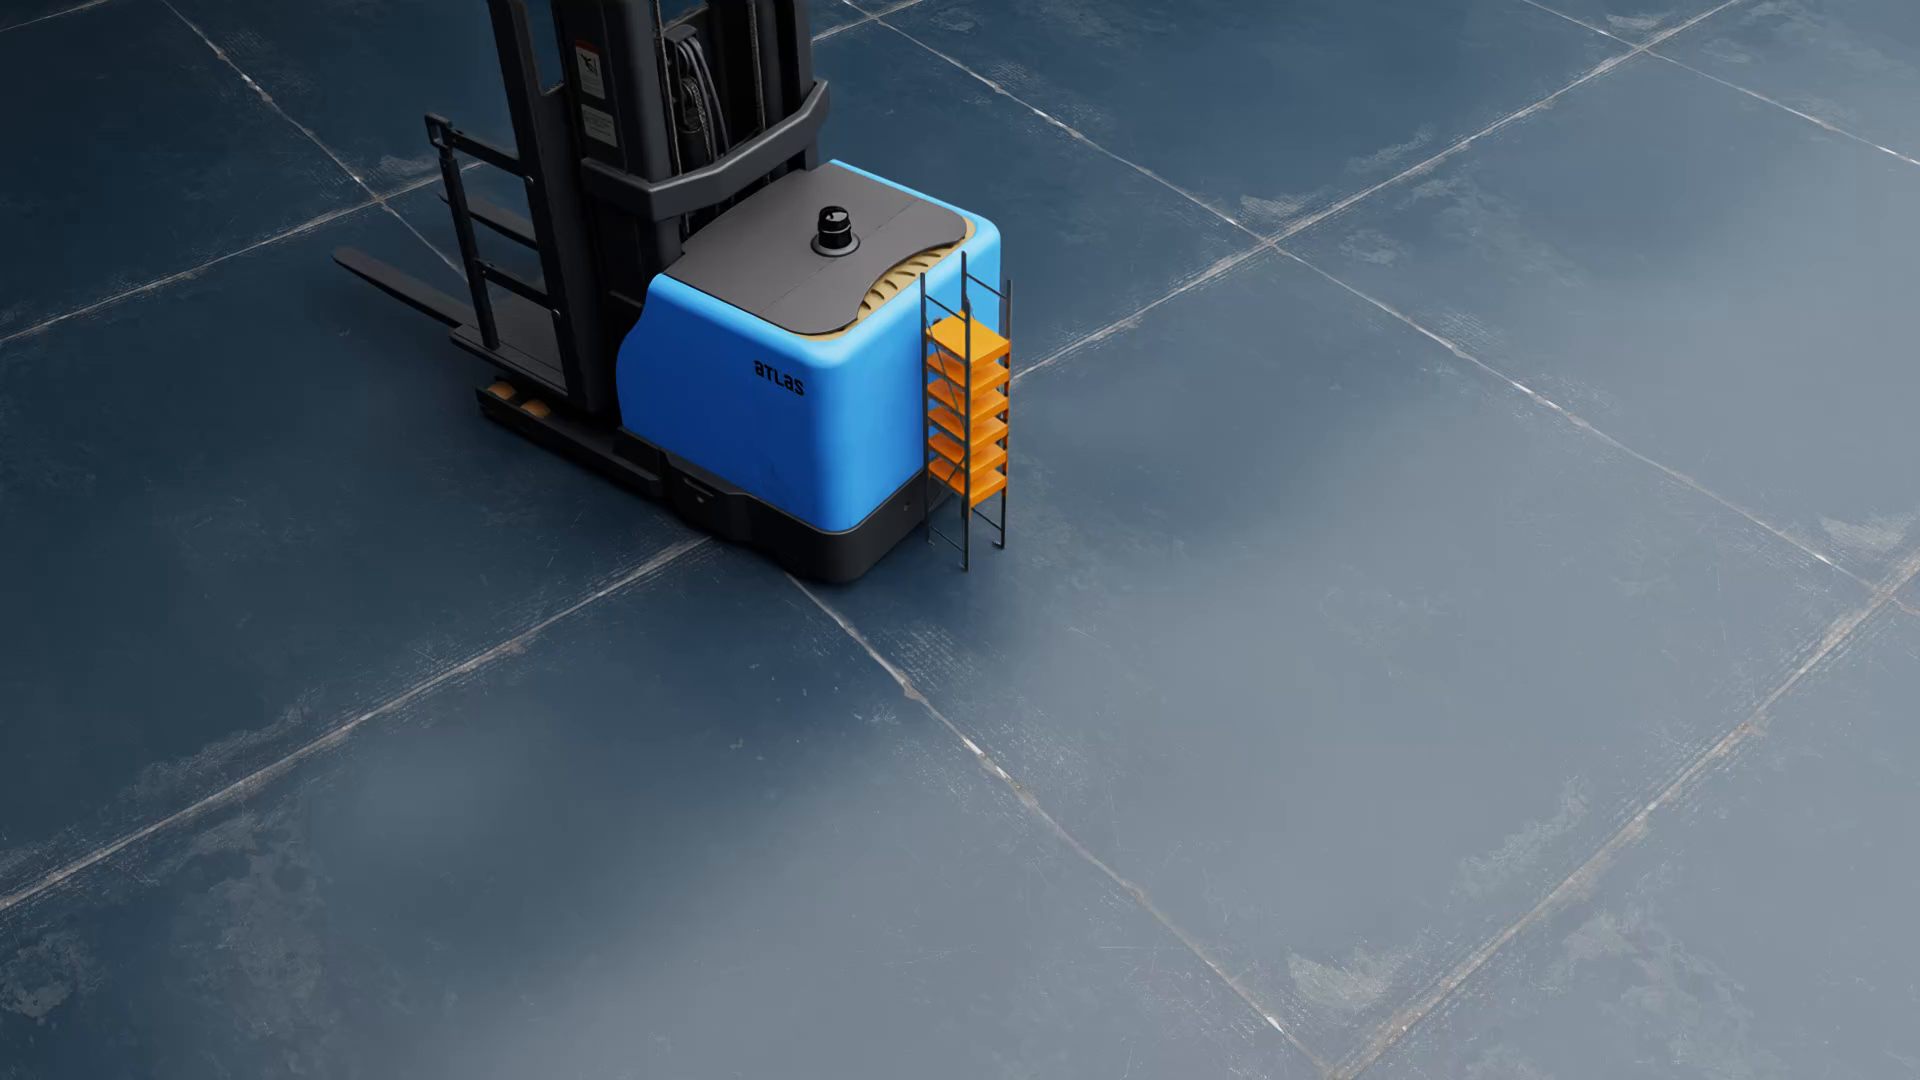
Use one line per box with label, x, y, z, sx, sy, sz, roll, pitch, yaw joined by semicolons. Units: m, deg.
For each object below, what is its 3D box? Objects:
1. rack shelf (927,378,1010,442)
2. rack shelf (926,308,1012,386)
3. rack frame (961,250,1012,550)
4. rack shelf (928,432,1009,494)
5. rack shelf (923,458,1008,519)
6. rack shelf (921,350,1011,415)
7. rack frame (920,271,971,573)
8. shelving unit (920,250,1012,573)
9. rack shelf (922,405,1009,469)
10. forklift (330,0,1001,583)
rack shelf;0.020;-0.476;5.770;0.180;0.103;0.258;-32;52;-29
rack shelf;0.020;-0.651;5.606;0.180;0.103;0.258;-32;52;-29
rack frame;0.087;-0.463;5.867;0.006;1.200;0.240;-32;52;-29
rack shelf;0.020;-0.301;5.935;0.180;0.103;0.258;-32;52;-29
rack shelf;0.020;-0.214;6.017;0.180;0.103;0.258;-32;52;-29
rack shelf;0.020;-0.564;5.688;0.180;0.103;0.258;-32;52;-29
rack frame;-0.048;-0.379;5.777;0.006;1.200;0.240;-32;52;-29
shelving unit;0.020;-0.421;5.822;0.189;1.200;0.258;-32;52;-29
rack shelf;0.020;-0.389;5.852;0.180;0.103;0.258;-32;52;-29
forklift;-1.332;-1.732;5.953;3.031;2.935;1.130;26;49;25
